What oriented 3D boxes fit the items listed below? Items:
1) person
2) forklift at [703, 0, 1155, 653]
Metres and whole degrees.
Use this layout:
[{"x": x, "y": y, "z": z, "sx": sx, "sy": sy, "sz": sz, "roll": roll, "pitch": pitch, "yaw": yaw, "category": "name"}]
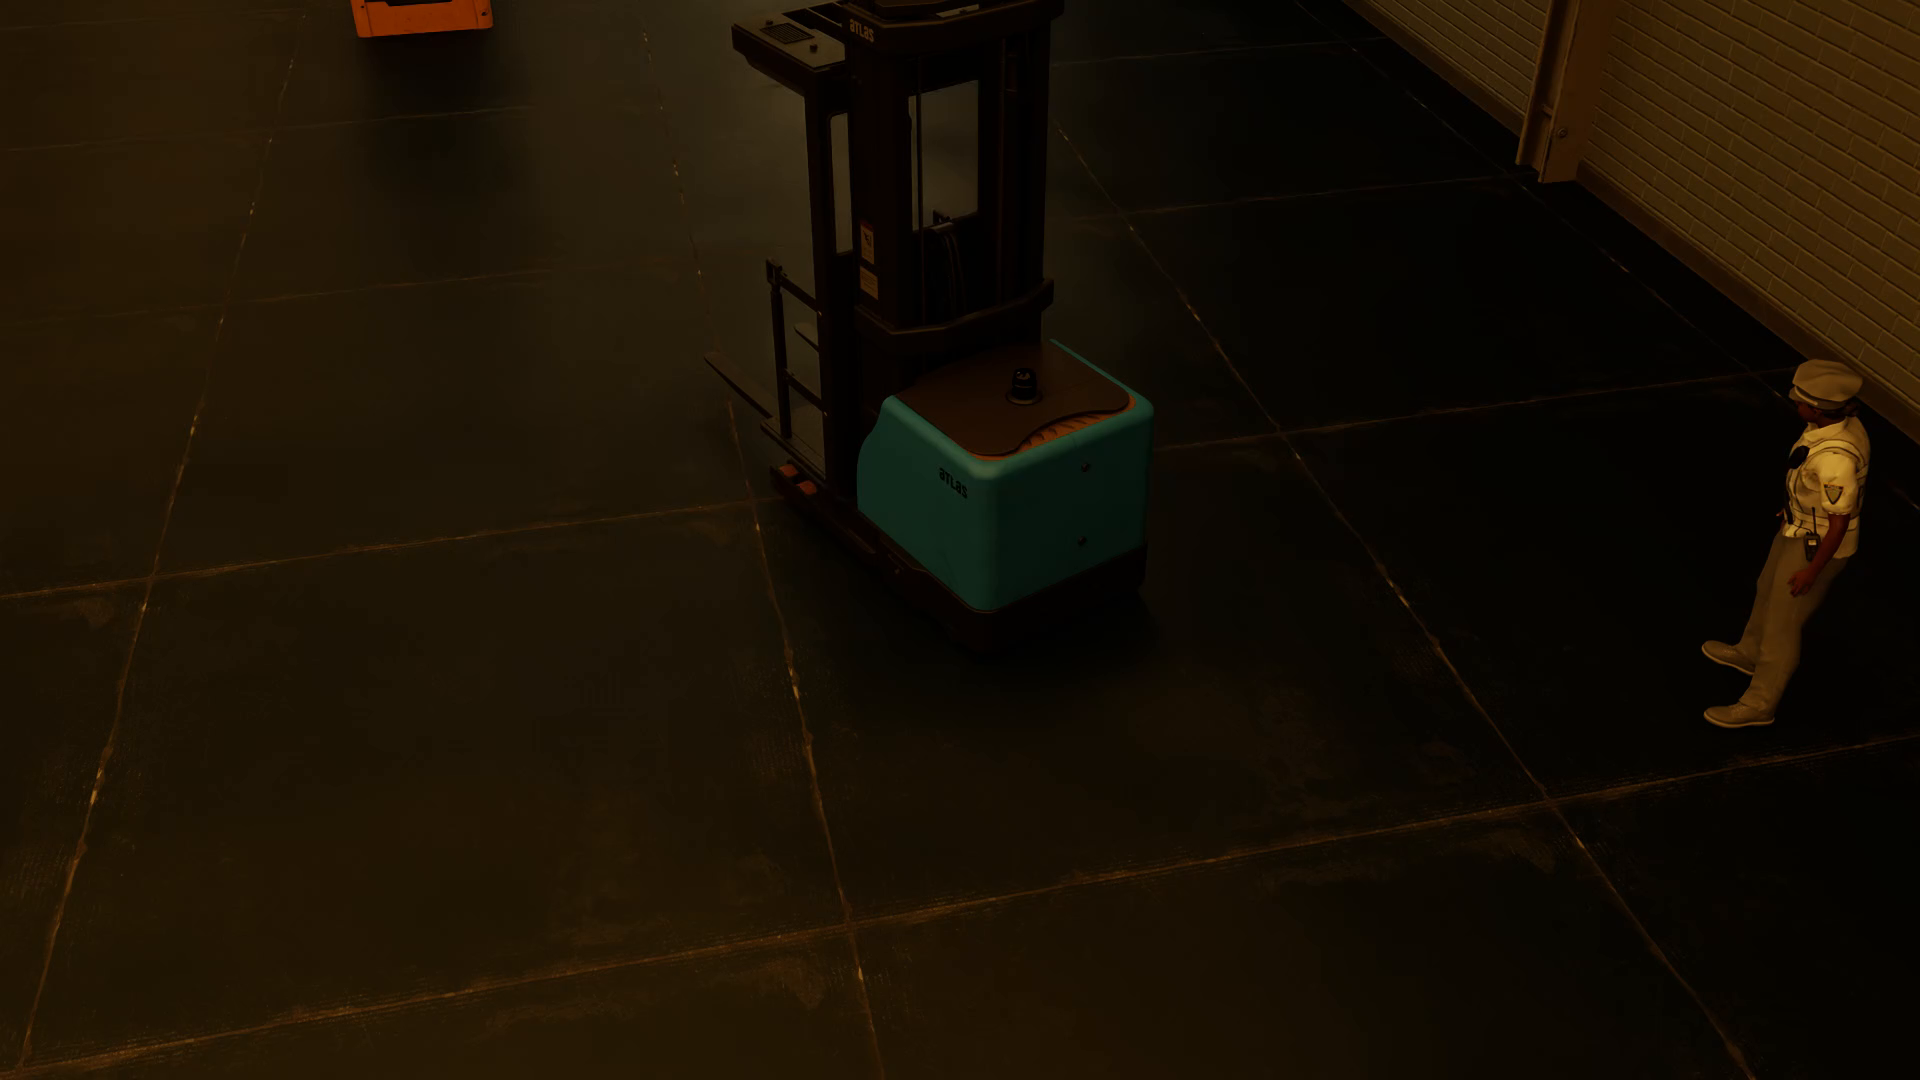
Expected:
[{"x": 3.580, "y": 0.022, "z": 7.120, "sx": 0.452, "sy": 1.659, "sz": 0.626, "roll": 14, "pitch": 38, "yaw": 19, "category": "person"}, {"x": -0.350, "y": -1.480, "z": 8.107, "sx": 1.130, "sy": 2.935, "sz": 3.031, "roll": -22, "pitch": 41, "yaw": -28, "category": "forklift"}]
